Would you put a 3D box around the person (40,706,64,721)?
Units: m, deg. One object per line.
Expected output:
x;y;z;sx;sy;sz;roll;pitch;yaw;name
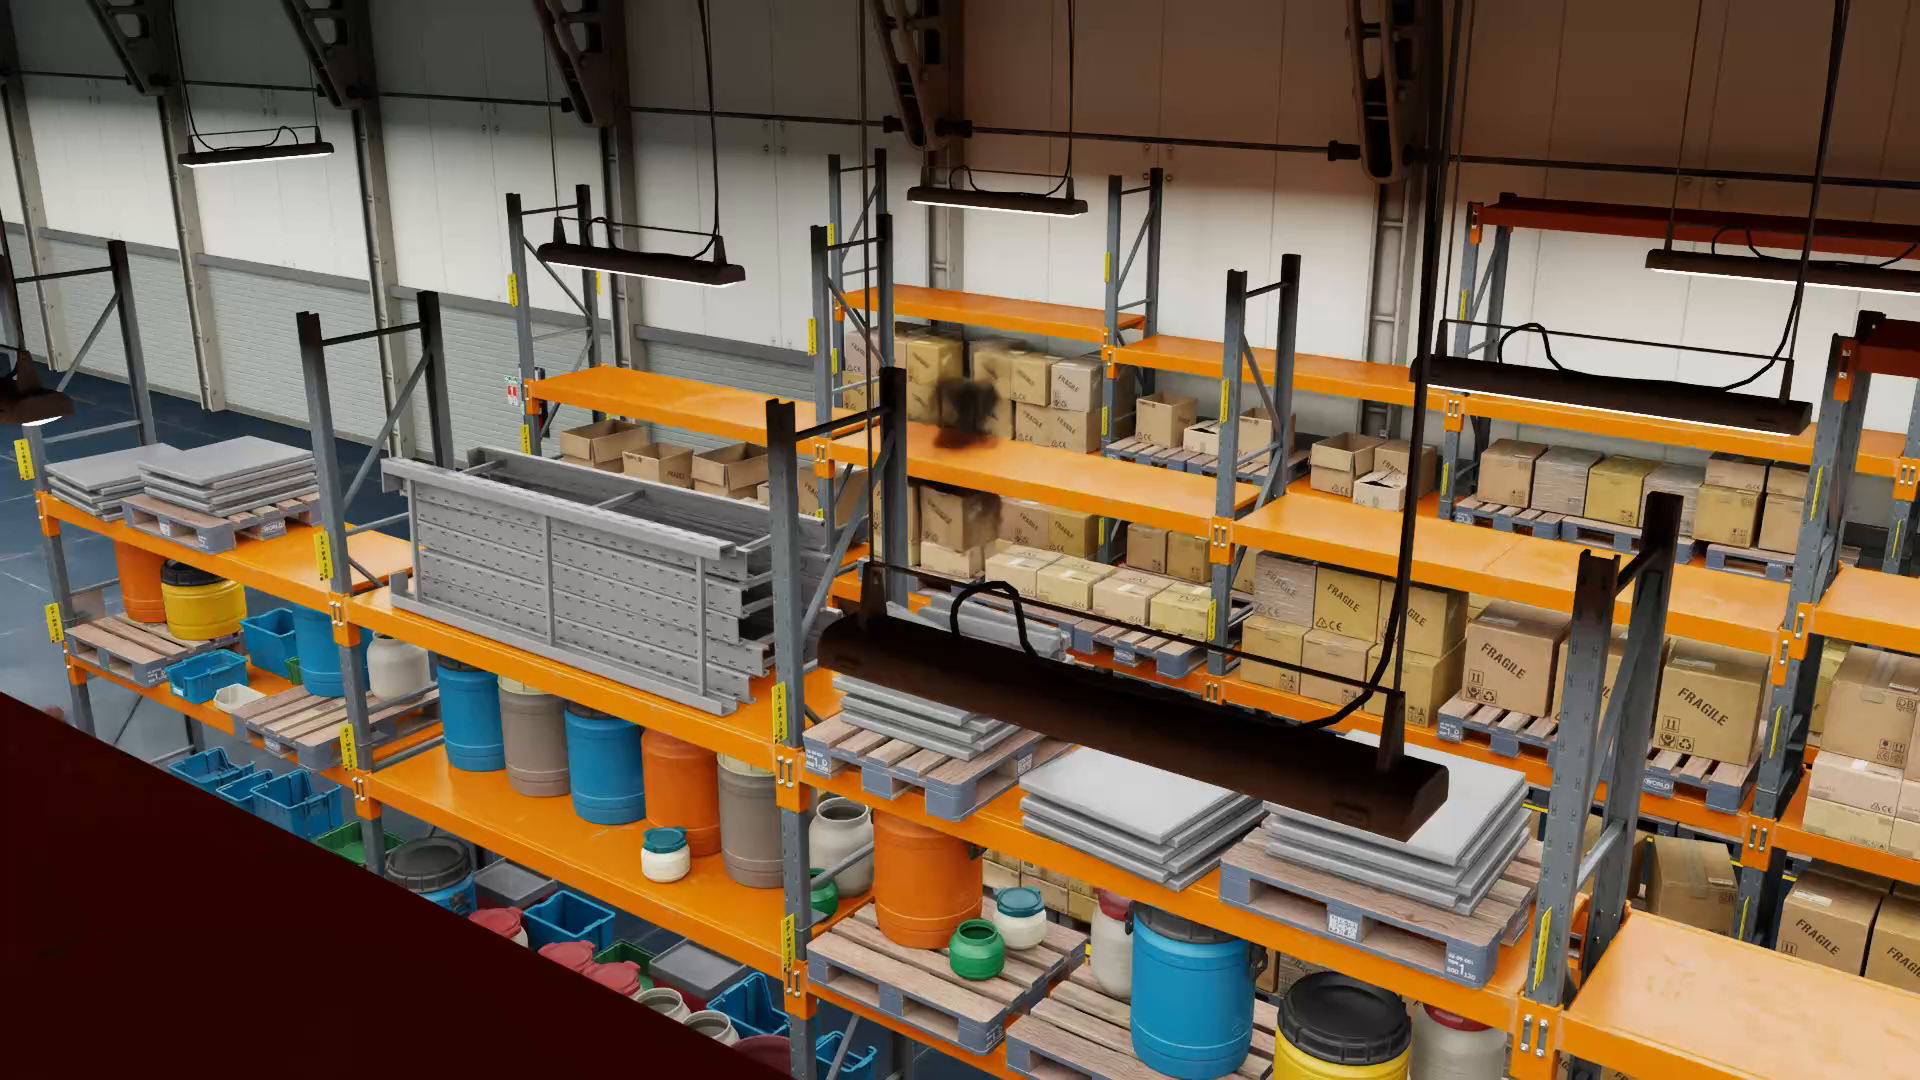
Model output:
-8.423;2.278;15.669;0.910;1.580;0.555;-9;20;-24;person
